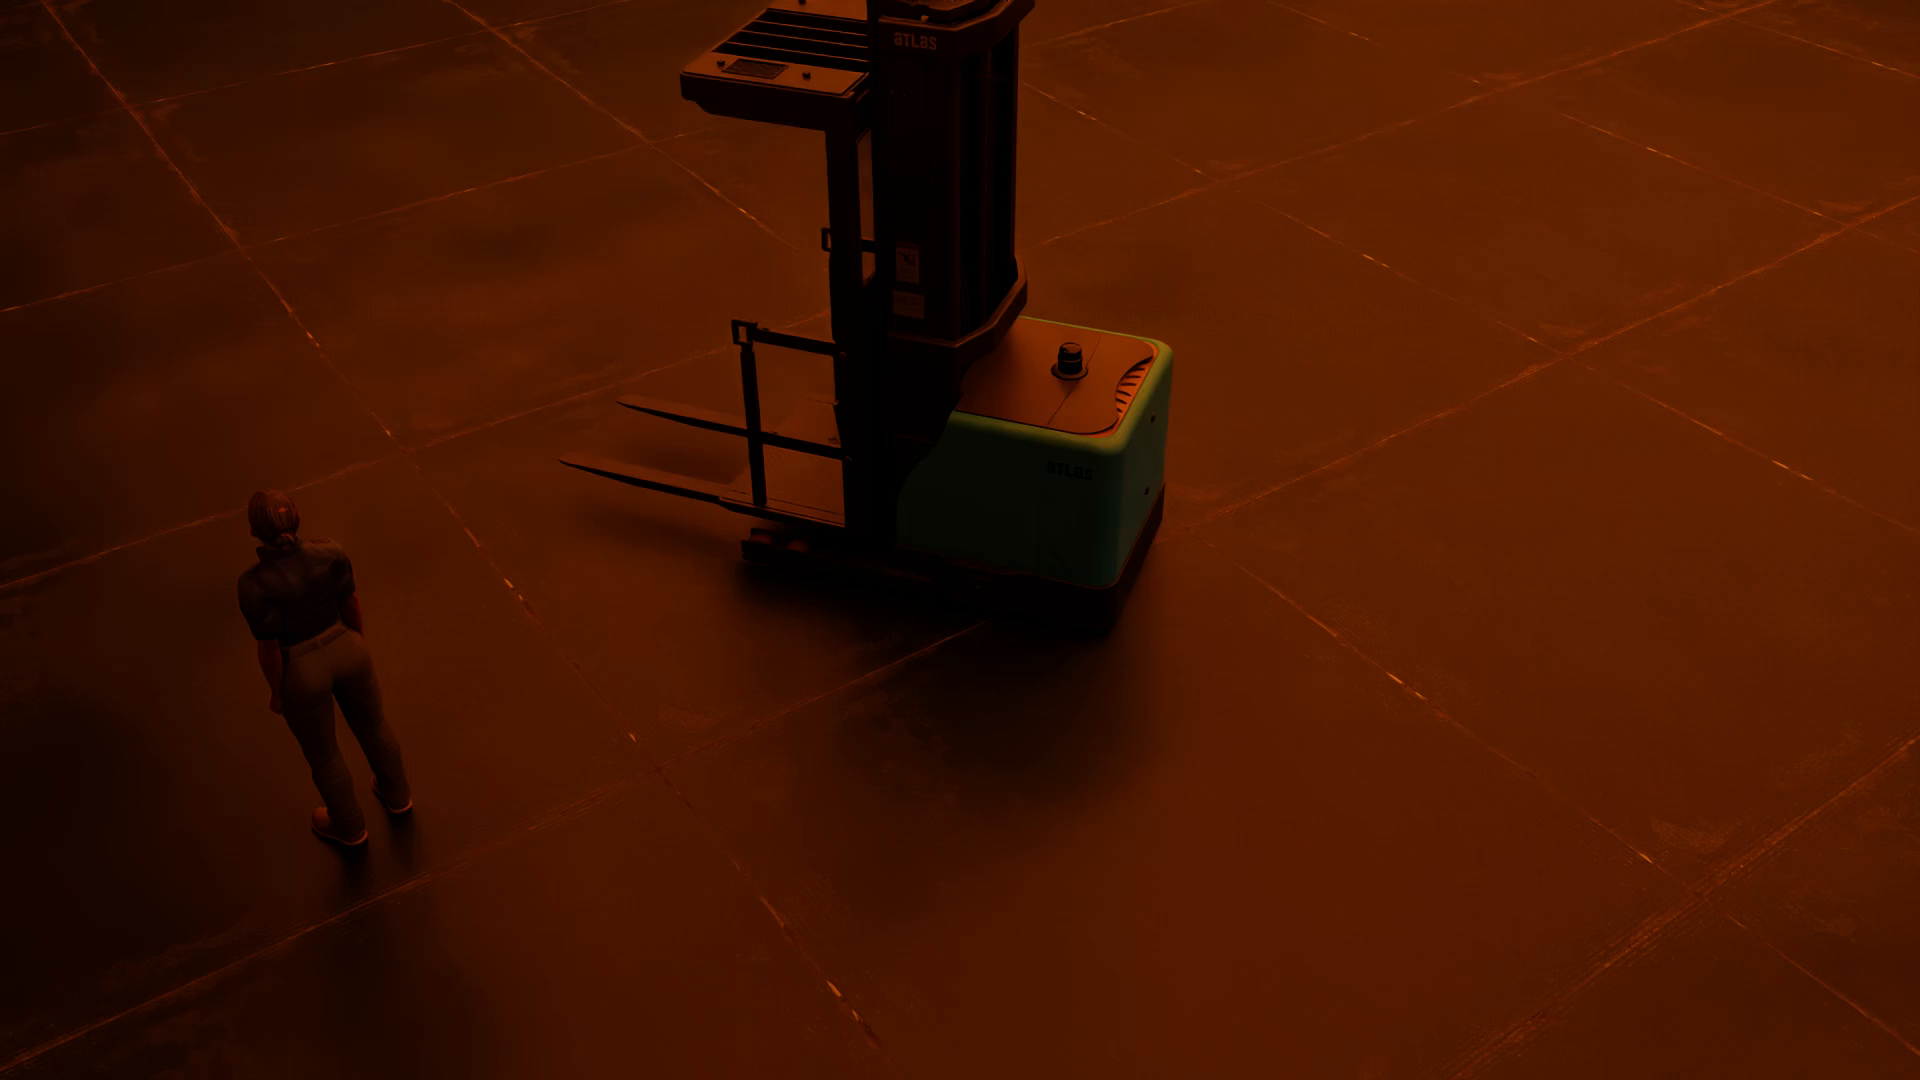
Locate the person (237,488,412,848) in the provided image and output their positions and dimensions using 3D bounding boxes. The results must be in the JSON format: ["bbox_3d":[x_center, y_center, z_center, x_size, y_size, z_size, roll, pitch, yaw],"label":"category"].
[{"bbox_3d":[-2.457,0.479,6.372,0.340,1.660,0.452,28,45,33],"label":"person"}]

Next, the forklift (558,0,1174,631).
[{"bbox_3d":[-0.547,-1.291,7.691,3.031,2.935,1.130,12,38,16],"label":"forklift"}]
